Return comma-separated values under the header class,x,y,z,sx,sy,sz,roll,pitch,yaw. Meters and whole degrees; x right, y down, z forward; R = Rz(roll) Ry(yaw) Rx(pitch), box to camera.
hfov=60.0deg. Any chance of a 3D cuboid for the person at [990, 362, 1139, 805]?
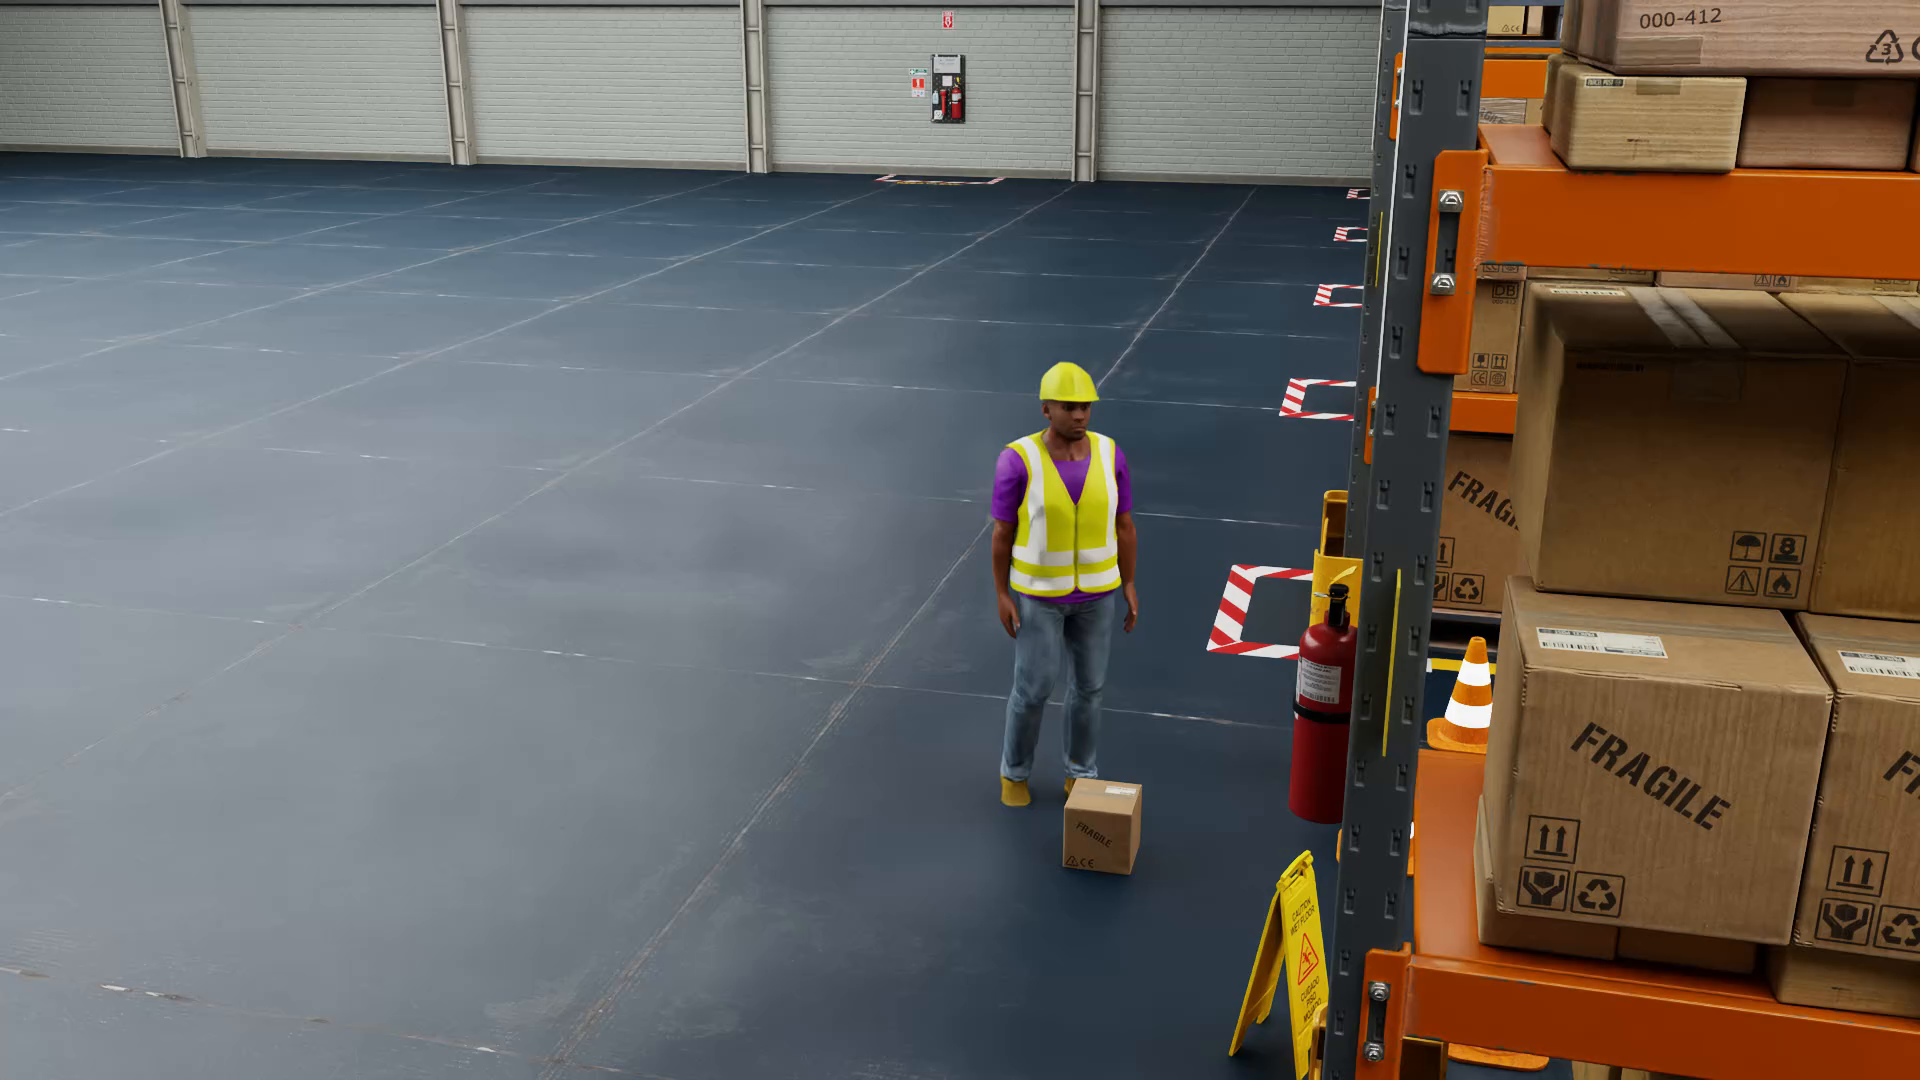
class,x,y,z,sx,sy,sz,roll,pitch,yaw
person,0.415,0.240,6.406,0.577,1.849,0.418,-5,19,-14
